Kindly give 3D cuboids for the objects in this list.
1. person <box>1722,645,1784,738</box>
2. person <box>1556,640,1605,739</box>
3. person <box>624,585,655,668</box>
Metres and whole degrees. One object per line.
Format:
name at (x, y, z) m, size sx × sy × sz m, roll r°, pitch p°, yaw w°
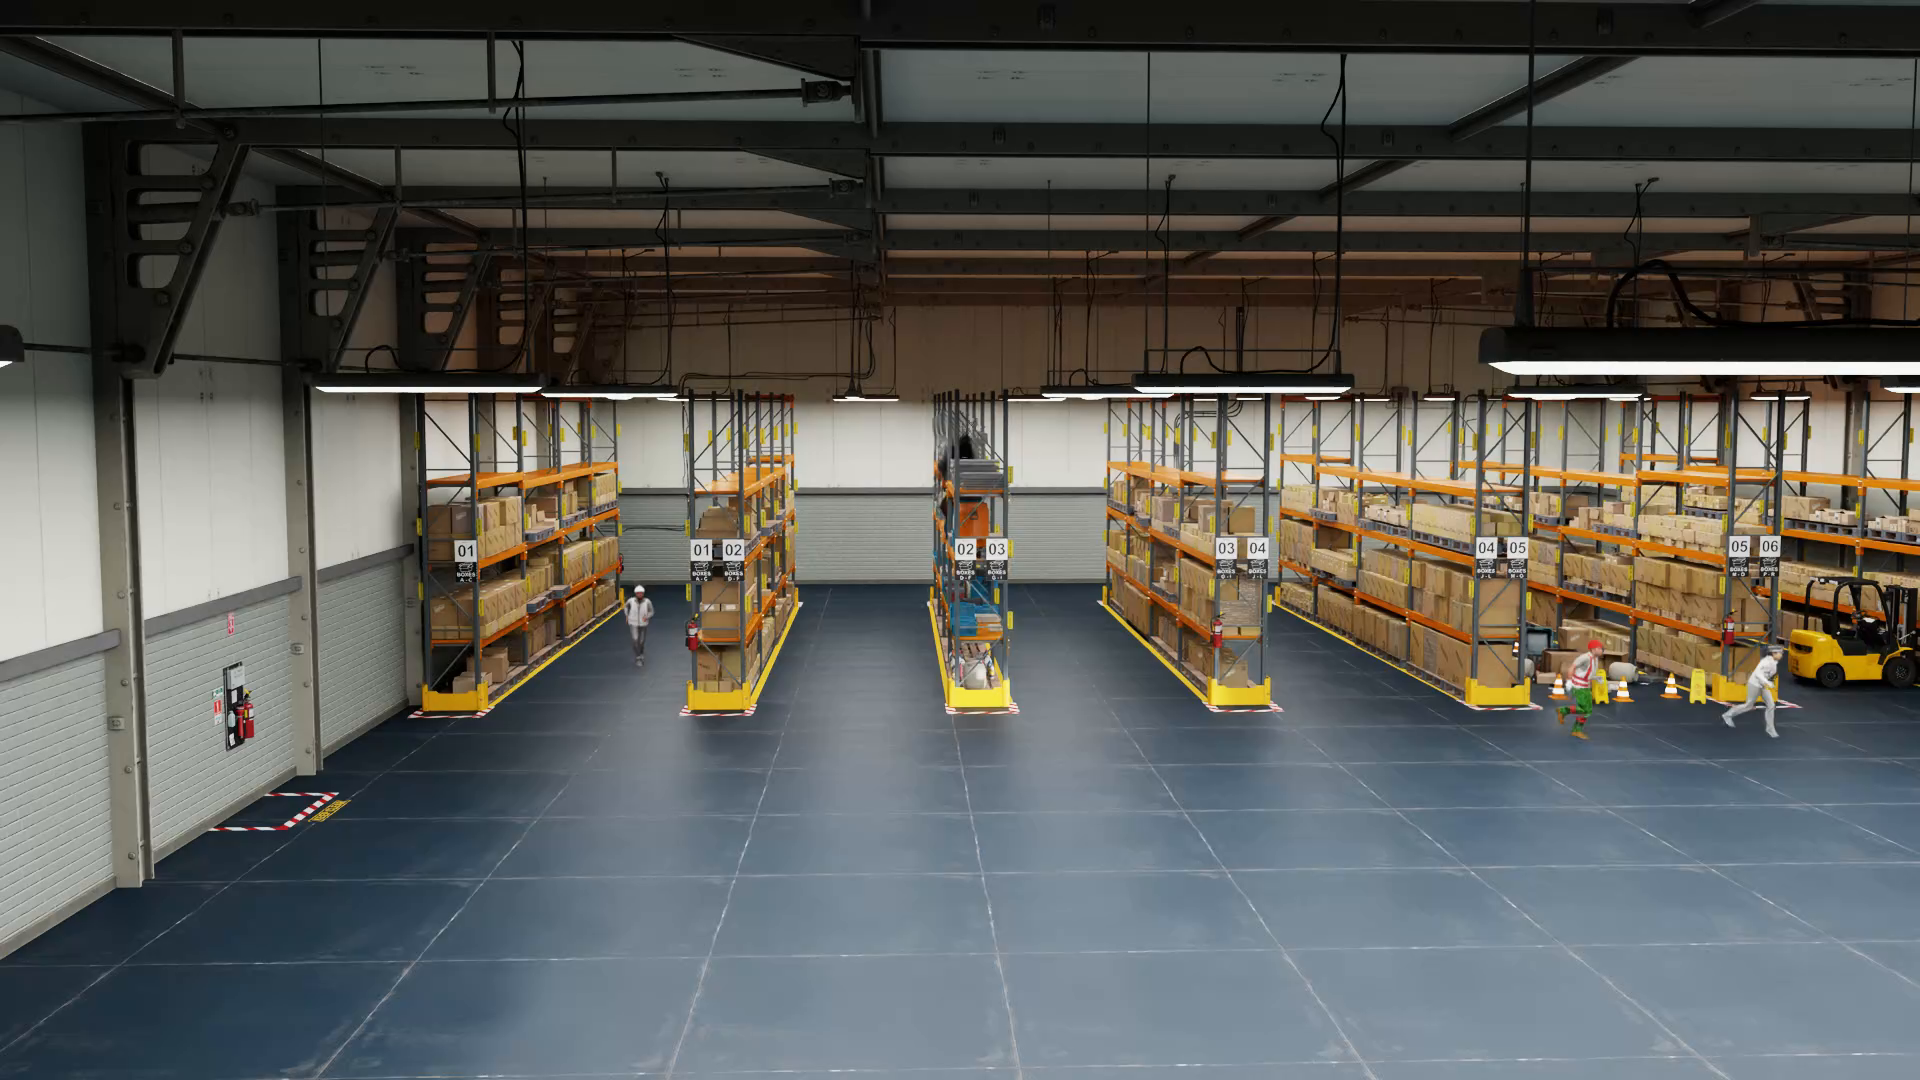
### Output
person at (13.789, 2.592, 28.905) m, size 0.979 × 1.627 × 0.654 m, roll 4°, pitch 6°, yaw 41°
person at (10.690, 2.551, 28.650) m, size 0.777 × 1.712 × 0.654 m, roll 3°, pitch 6°, yaw 36°
person at (-7.049, 1.865, 36.551) m, size 0.658 × 1.784 × 0.950 m, roll -1°, pitch 5°, yaw -14°
